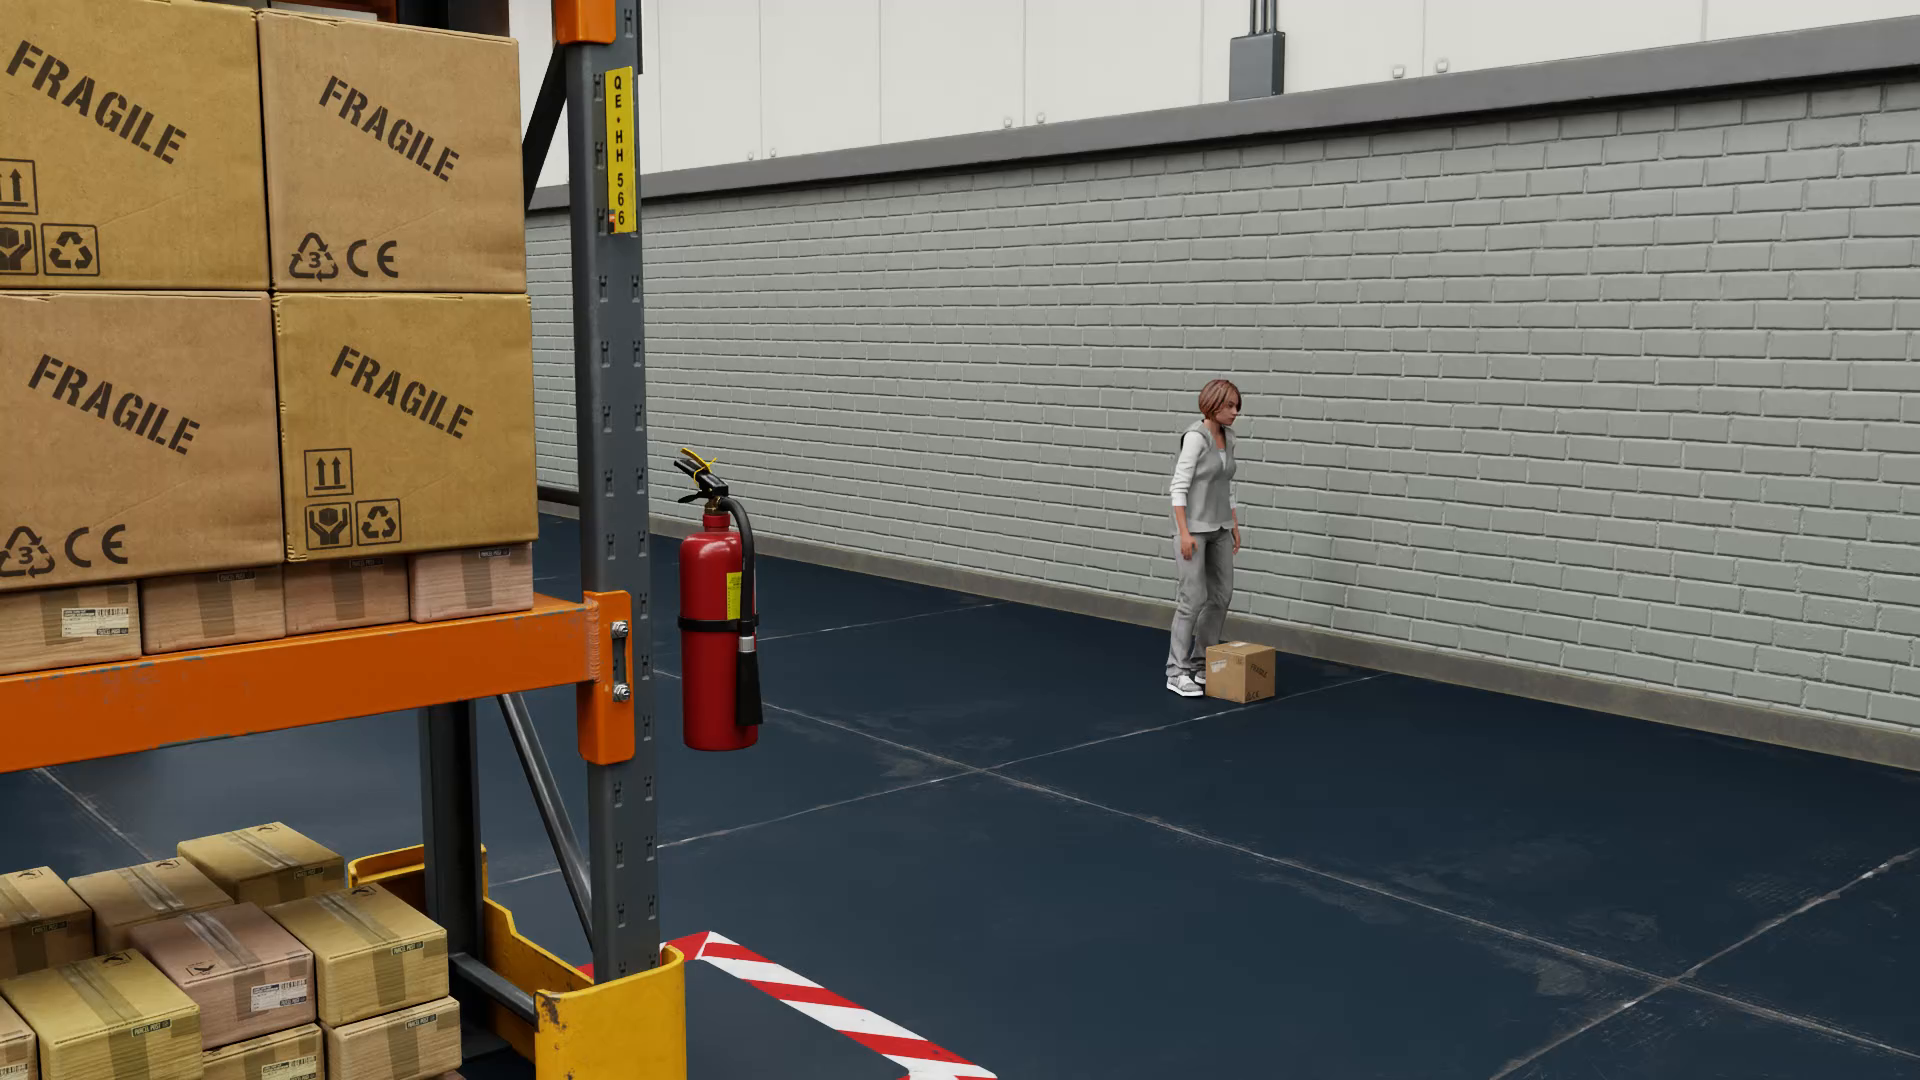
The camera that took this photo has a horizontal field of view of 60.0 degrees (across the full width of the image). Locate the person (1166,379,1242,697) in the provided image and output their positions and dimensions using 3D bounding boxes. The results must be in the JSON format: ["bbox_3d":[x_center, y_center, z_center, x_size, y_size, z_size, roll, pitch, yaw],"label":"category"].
[{"bbox_3d":[1.255,-0.022,8.501,0.477,1.593,0.346,-7,10,-42],"label":"person"}]
